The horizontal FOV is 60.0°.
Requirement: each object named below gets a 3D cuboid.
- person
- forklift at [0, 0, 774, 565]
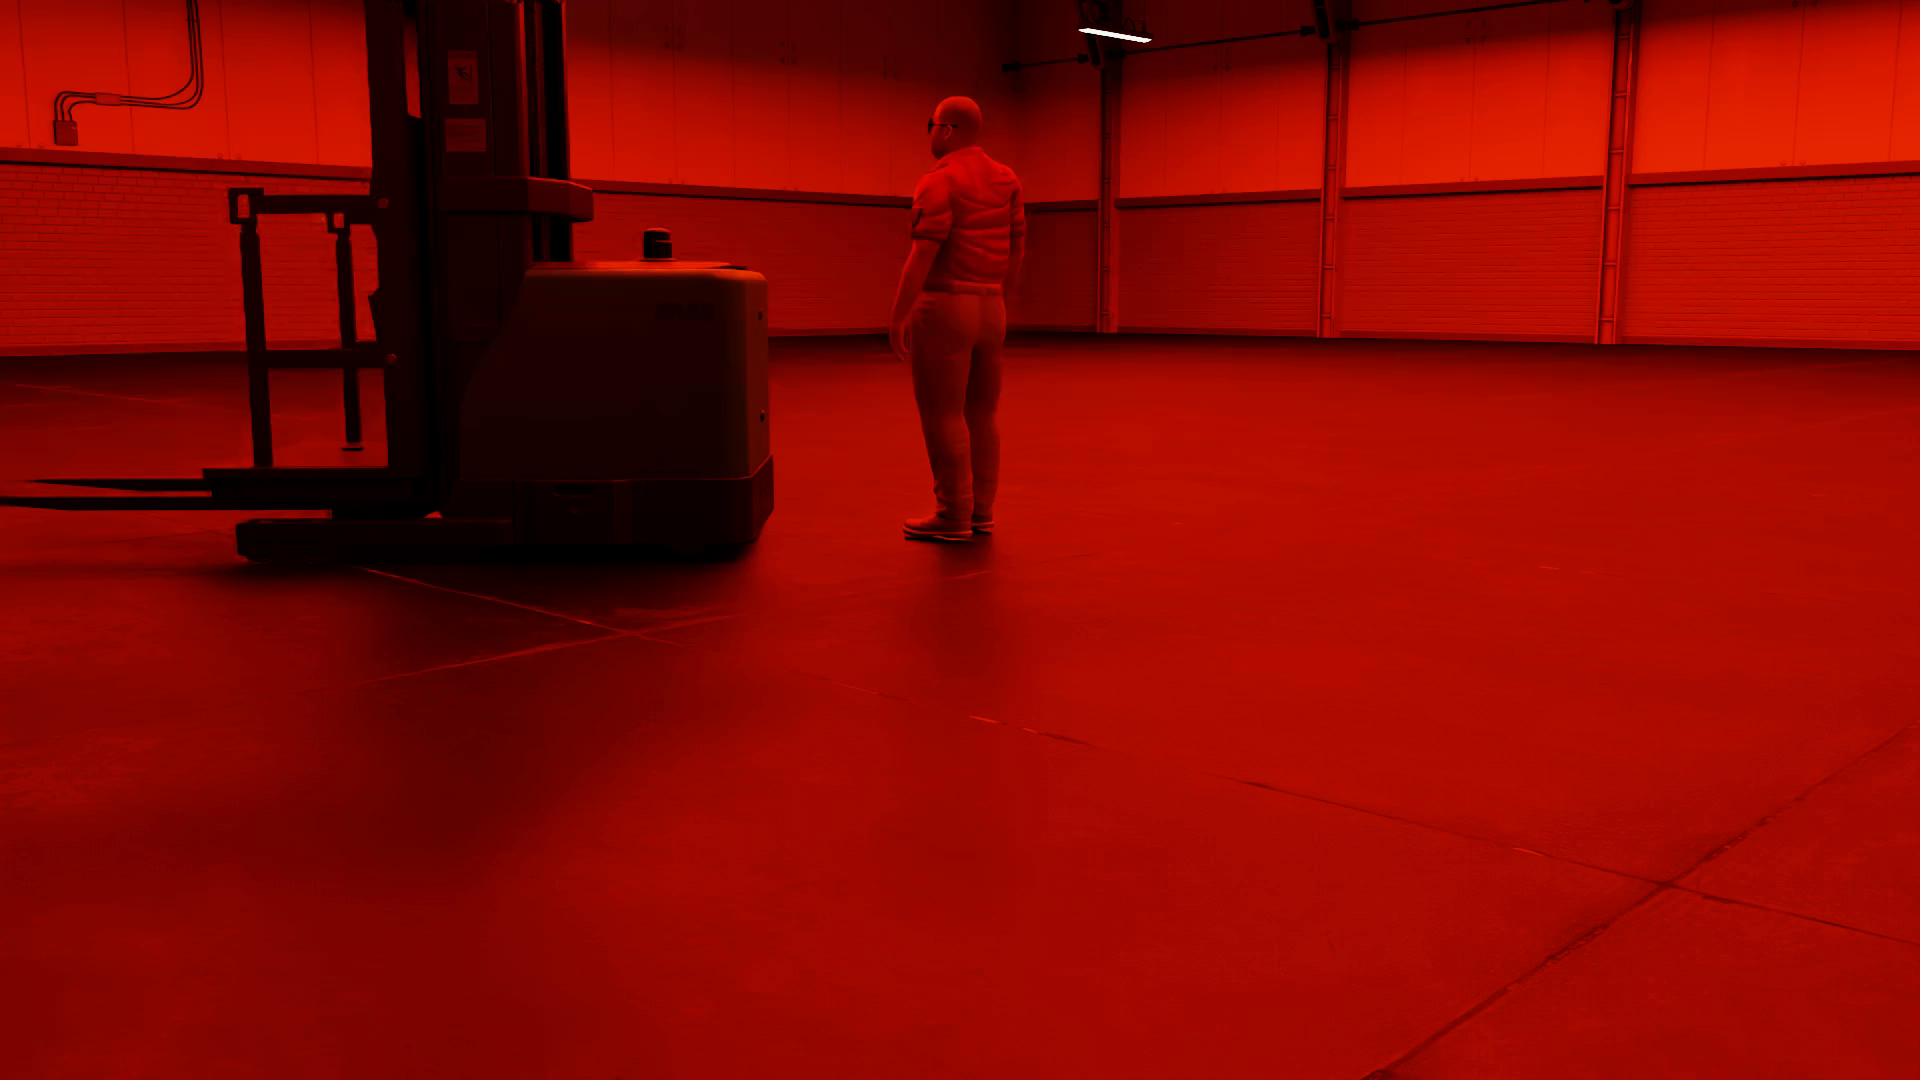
[{"bbox_3d":[-0.069,-0.872,6.654,0.535,1.726,0.661,8,12,43],"label":"person"},{"bbox_3d":[-2.298,-1.438,6.425,3.031,2.935,1.130,0,9,-1],"label":"forklift"}]
